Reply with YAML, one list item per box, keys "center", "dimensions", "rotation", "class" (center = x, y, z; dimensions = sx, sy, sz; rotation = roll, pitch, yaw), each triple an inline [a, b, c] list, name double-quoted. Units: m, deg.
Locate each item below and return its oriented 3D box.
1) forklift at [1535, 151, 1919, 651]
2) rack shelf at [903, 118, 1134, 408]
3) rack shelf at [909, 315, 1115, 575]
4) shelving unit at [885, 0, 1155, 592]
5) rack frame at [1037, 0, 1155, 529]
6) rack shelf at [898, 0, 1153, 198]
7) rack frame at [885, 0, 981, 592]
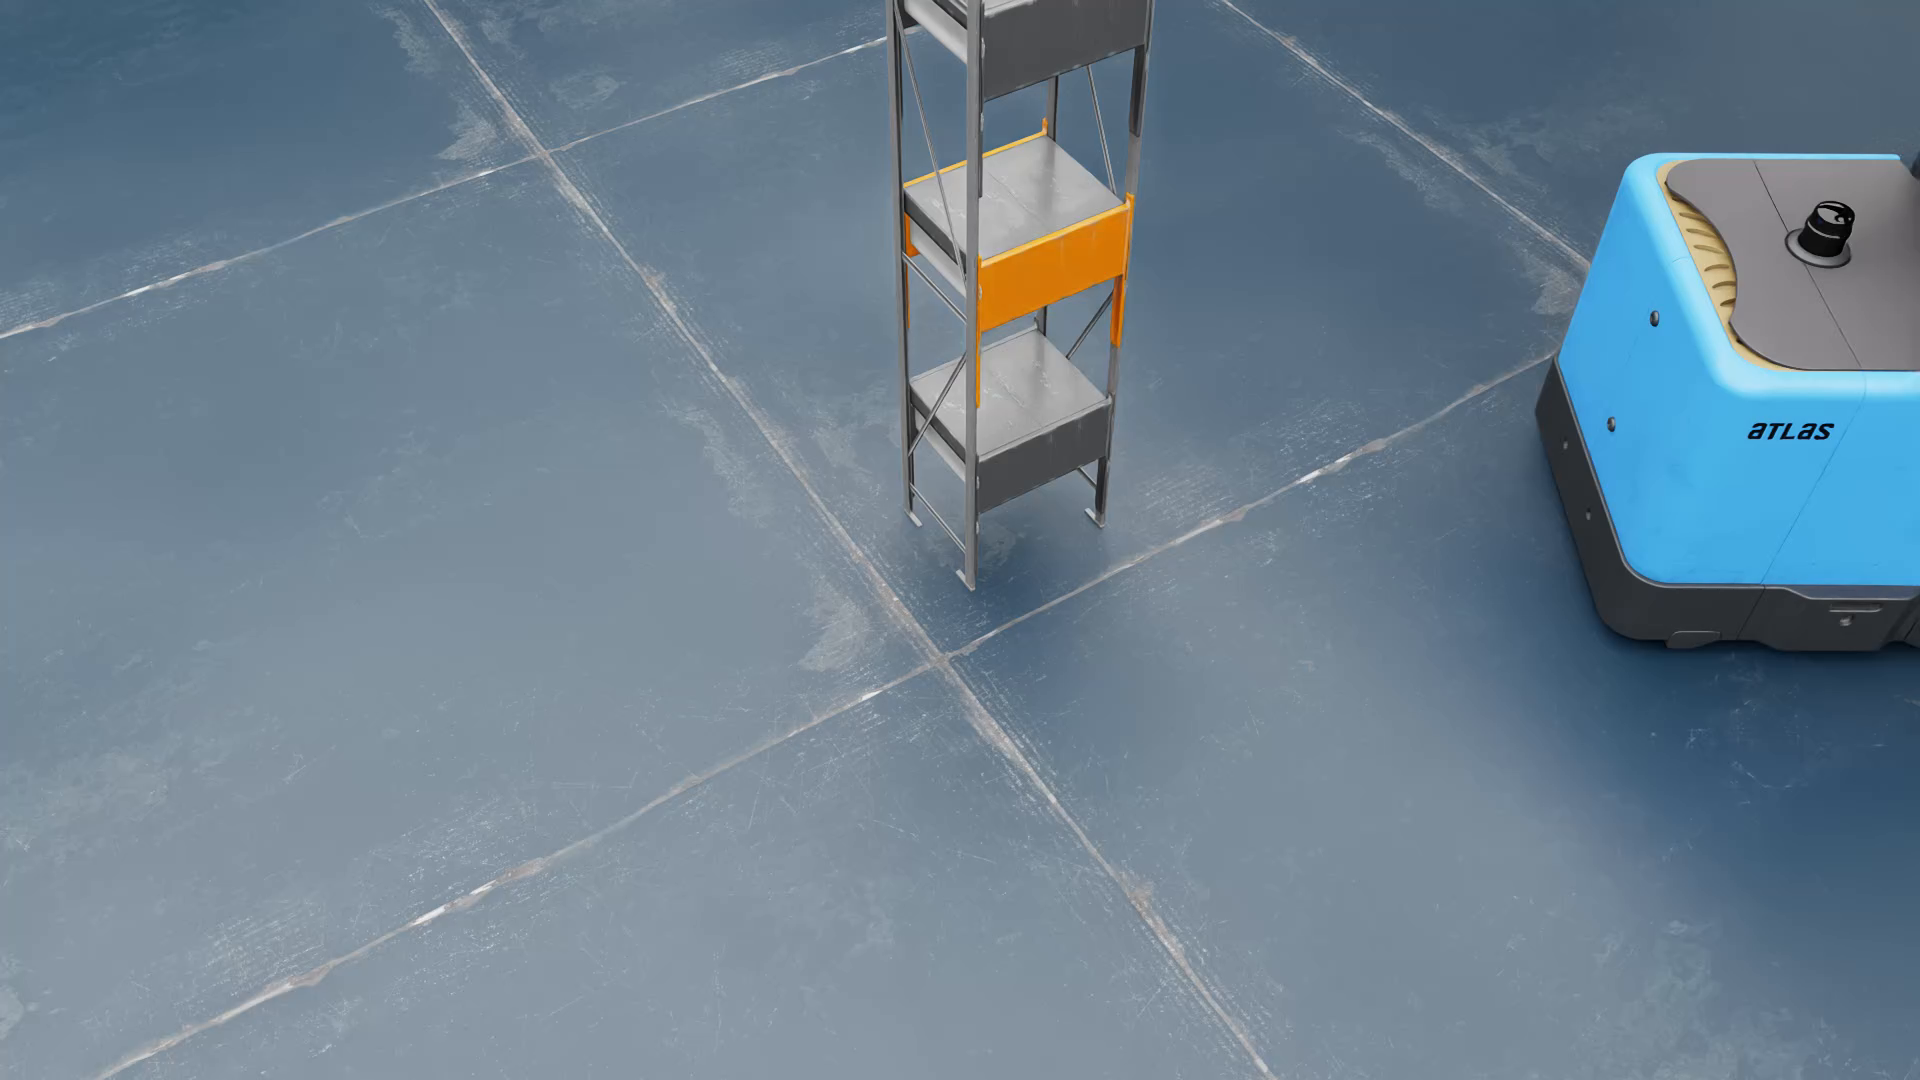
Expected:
- center: [3.422, -1.016, 4.192]
  dimensions: [3.031, 2.935, 1.130]
  rotation: [0, 48, 0]
  class: "forklift"
- center: [0.140, -0.755, 4.535]
  dimensions: [0.480, 0.518, 0.431]
  rotation: [-25, 53, -21]
  class: "rack shelf"
- center: [0.140, -0.290, 5.058]
  dimensions: [0.480, 0.518, 0.431]
  rotation: [-25, 53, -21]
  class: "rack shelf"
- center: [0.140, -0.764, 4.525]
  dimensions: [0.503, 2.100, 0.431]
  rotation: [-25, 53, -21]
  class: "shelving unit"
- center: [0.346, -0.861, 4.611]
  dimensions: [0.015, 2.100, 0.400]
  rotation: [-25, 53, -21]
  class: "rack frame"
- center: [0.140, -1.221, 4.012]
  dimensions: [0.480, 0.518, 0.431]
  rotation: [-25, 53, -21]
  class: "rack shelf"
- center: [-0.066, -0.667, 4.438]
  dimensions: [0.015, 2.100, 0.400]
  rotation: [-25, 53, -21]
  class: "rack frame"
